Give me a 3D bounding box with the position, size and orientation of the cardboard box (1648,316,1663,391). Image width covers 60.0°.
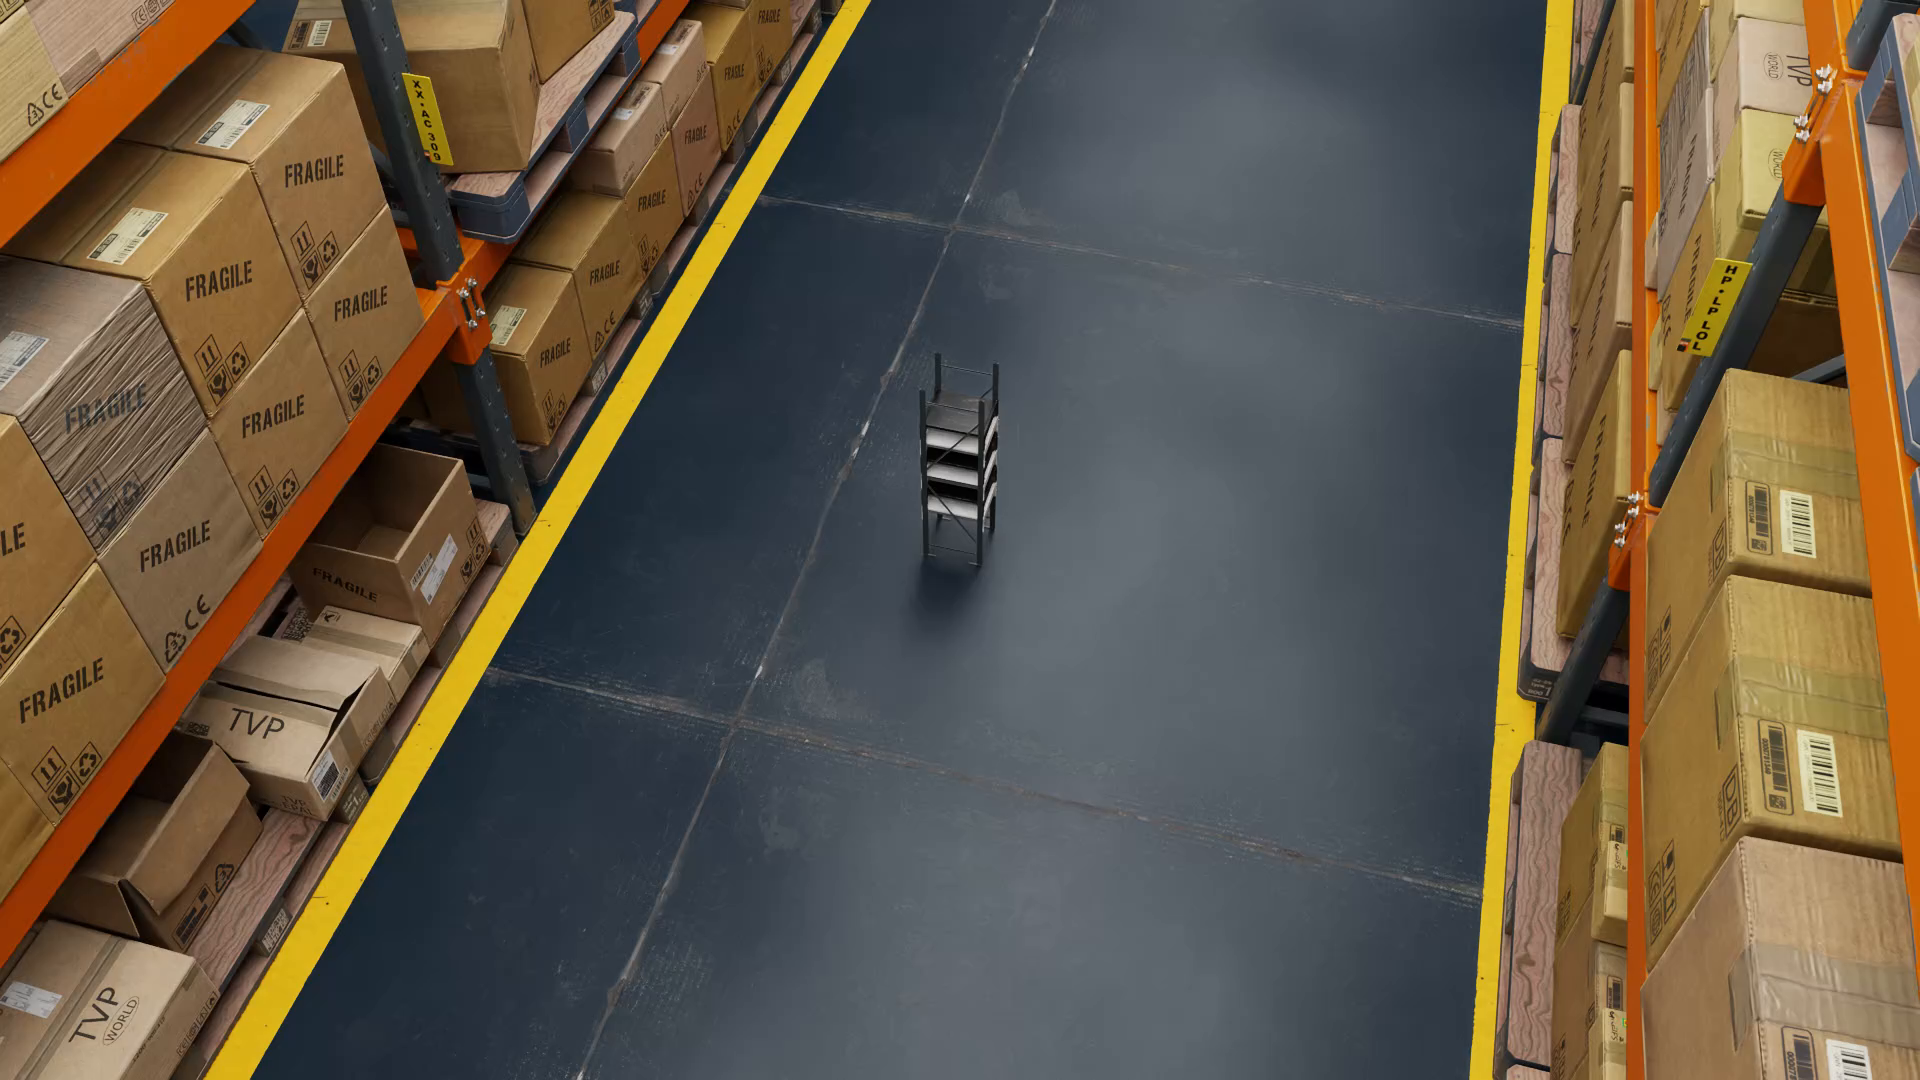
[{"bbox_3d":[2.428,-0.580,5.334,0.380,0.149,0.250,12,50,11],"label":"cardboard box"}]

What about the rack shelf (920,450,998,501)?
[{"bbox_3d":[-0.002,-0.270,6.351,0.258,0.077,0.200,12,50,10],"label":"rack shelf"}]

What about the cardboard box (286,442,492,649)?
[{"bbox_3d":[-2.088,0.006,6.037,0.500,0.500,0.500,12,50,10],"label":"cardboard box"}]

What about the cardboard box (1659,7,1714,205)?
[{"bbox_3d":[2.712,-1.423,5.646,0.500,0.500,0.500,12,50,10],"label":"cardboard box"}]

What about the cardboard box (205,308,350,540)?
[{"bbox_3d":[-2.230,-0.392,4.947,0.500,0.500,0.500,13,50,11],"label":"cardboard box"}]

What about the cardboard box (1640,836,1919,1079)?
[{"bbox_3d":[2.030,1.176,3.430,0.980,0.700,0.700,9,49,8],"label":"cardboard box"}]

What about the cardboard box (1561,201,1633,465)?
[{"bbox_3d":[2.845,-0.736,6.471,0.750,0.750,0.750,13,50,11],"label":"cardboard box"}]

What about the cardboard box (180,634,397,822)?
[{"bbox_3d":[-2.285,0.611,5.629,0.500,0.311,0.500,12,50,10],"label":"cardboard box"}]

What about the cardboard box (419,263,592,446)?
[{"bbox_3d":[-1.849,-0.764,6.716,0.500,0.500,0.500,10,49,8],"label":"cardboard box"}]

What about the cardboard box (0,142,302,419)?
[{"bbox_3d":[-2.227,-0.720,4.570,0.500,0.500,0.500,11,49,9],"label":"cardboard box"}]

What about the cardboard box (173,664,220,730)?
[{"bbox_3d":[-2.749,0.537,5.791,0.380,0.166,0.250,12,50,10],"label":"cardboard box"}]

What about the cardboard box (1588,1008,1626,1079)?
[{"bbox_3d":[1.869,1.415,4.374,0.380,0.149,0.250,10,49,9],"label":"cardboard box"}]

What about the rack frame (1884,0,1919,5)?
[{"bbox_3d":[2.568,-2.154,2.568,1.000,3.000,0.127,12,50,10],"label":"rack frame"}]

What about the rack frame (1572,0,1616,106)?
[{"bbox_3d":[3.621,-3.062,7.371,1.000,3.000,0.127,12,50,10],"label":"rack frame"}]

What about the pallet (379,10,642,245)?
[{"bbox_3d":[-1.896,-1.637,6.241,1.003,0.211,1.213,12,50,10],"label":"pallet"}]

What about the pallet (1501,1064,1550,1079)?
[{"bbox_3d":[1.974,2.174,4.610,1.003,0.211,1.213,12,50,10],"label":"pallet"}]

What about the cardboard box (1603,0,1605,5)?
[{"bbox_3d":[3.760,-2.912,8.612,0.700,0.500,0.500,12,50,11],"label":"cardboard box"}]

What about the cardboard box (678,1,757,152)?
[{"bbox_3d":[-1.315,-2.258,8.035,0.500,0.500,0.500,10,49,9],"label":"cardboard box"}]

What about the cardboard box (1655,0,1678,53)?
[{"bbox_3d":[2.968,-2.164,6.300,0.500,0.500,0.500,11,50,10],"label":"cardboard box"}]

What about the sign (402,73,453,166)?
[{"bbox_3d":[-1.686,-1.329,5.264,0.100,0.325,0.005,12,50,10],"label":"sign"}]

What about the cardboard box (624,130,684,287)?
[{"bbox_3d":[-1.581,-1.512,7.377,0.500,0.500,0.500,12,50,10],"label":"cardboard box"}]

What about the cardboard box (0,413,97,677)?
[{"bbox_3d":[-2.494,0.008,3.927,0.500,0.500,0.500,11,50,10],"label":"cardboard box"}]

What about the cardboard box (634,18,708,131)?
[{"bbox_3d":[-1.455,-2.098,7.394,0.500,0.250,0.500,11,49,9],"label":"cardboard box"}]

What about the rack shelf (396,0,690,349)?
[{"bbox_3d":[-1.685,-2.352,7.224,1.077,0.370,4.000,12,50,10],"label":"rack shelf"}]

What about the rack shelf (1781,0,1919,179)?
[{"bbox_3d":[3.095,-2.370,5.239,1.077,0.370,4.000,12,50,10],"label":"rack shelf"}]

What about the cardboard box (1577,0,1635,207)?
[{"bbox_3d":[3.301,-1.984,7.573,0.750,0.750,0.750,11,49,10],"label":"cardboard box"}]

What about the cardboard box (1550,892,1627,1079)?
[{"bbox_3d":[2.137,1.403,4.817,0.700,0.500,0.500,11,50,10],"label":"cardboard box"}]

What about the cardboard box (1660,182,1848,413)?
[{"bbox_3d":[2.447,-0.691,4.999,0.500,0.500,0.500,11,49,9],"label":"cardboard box"}]

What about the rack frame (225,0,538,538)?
[{"bbox_3d":[-2.212,-1.144,5.678,1.000,3.000,0.127,12,50,10],"label":"rack frame"}]

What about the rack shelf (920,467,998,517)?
[{"bbox_3d":[-0.002,-0.210,6.419,0.258,0.077,0.200,12,50,10],"label":"rack shelf"}]

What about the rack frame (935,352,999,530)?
[{"bbox_3d":[0.025,-0.365,6.391,0.240,0.900,0.006,12,50,10],"label":"rack frame"}]

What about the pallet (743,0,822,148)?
[{"bbox_3d":[-1.392,-2.582,8.807,1.003,0.211,1.213,12,50,10],"label":"pallet"}]

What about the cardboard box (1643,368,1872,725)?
[{"bbox_3d":[2.410,0.121,4.361,0.980,0.700,0.700,12,50,11],"label":"cardboard box"}]

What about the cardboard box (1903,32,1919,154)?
[{"bbox_3d":[2.132,-0.836,3.159,0.500,0.250,0.500,11,50,10],"label":"cardboard box"}]

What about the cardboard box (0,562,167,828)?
[{"bbox_3d":[-2.495,0.349,4.293,0.500,0.500,0.500,12,50,11],"label":"cardboard box"}]

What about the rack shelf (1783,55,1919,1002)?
[{"bbox_3d":[2.042,0.523,2.686,1.077,0.370,4.000,12,50,10],"label":"rack shelf"}]

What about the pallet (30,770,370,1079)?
[{"bbox_3d":[-2.713,1.161,5.504,1.003,0.211,1.213,12,50,10],"label":"pallet"}]

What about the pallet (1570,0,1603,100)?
[{"bbox_3d":[3.828,-2.704,8.915,1.003,0.211,1.213,12,50,10],"label":"pallet"}]

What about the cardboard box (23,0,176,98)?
[{"bbox_3d":[-2.225,-1.323,3.935,0.500,0.250,0.500,12,50,10],"label":"cardboard box"}]

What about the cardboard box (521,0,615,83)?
[{"bbox_3d":[-1.751,-2.124,6.196,0.700,0.500,0.500,19,51,16],"label":"cardboard box"}]

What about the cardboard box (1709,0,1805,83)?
[{"bbox_3d":[2.723,-1.680,5.373,0.500,0.250,0.500,12,50,11],"label":"cardboard box"}]

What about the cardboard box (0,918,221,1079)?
[{"bbox_3d":[-2.585,1.453,4.926,0.500,0.250,0.500,12,50,10],"label":"cardboard box"}]

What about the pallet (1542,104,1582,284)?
[{"bbox_3d":[3.341,-1.584,7.926,1.003,0.211,1.213,12,50,10],"label":"pallet"}]

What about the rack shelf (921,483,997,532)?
[{"bbox_3d":[-0.002,-0.151,6.486,0.258,0.077,0.200,12,50,10],"label":"rack shelf"}]

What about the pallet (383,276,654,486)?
[{"bbox_3d":[-2.034,-0.817,7.249,1.003,0.211,1.213,12,50,10],"label":"pallet"}]

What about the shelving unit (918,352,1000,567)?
[{"bbox_3d":[-0.002,-0.292,6.326,0.258,0.900,0.210,12,50,10],"label":"shelving unit"}]

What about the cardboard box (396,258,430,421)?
[{"bbox_3d":[-2.358,-0.876,6.815,0.500,0.500,0.500,11,50,10],"label":"cardboard box"}]
